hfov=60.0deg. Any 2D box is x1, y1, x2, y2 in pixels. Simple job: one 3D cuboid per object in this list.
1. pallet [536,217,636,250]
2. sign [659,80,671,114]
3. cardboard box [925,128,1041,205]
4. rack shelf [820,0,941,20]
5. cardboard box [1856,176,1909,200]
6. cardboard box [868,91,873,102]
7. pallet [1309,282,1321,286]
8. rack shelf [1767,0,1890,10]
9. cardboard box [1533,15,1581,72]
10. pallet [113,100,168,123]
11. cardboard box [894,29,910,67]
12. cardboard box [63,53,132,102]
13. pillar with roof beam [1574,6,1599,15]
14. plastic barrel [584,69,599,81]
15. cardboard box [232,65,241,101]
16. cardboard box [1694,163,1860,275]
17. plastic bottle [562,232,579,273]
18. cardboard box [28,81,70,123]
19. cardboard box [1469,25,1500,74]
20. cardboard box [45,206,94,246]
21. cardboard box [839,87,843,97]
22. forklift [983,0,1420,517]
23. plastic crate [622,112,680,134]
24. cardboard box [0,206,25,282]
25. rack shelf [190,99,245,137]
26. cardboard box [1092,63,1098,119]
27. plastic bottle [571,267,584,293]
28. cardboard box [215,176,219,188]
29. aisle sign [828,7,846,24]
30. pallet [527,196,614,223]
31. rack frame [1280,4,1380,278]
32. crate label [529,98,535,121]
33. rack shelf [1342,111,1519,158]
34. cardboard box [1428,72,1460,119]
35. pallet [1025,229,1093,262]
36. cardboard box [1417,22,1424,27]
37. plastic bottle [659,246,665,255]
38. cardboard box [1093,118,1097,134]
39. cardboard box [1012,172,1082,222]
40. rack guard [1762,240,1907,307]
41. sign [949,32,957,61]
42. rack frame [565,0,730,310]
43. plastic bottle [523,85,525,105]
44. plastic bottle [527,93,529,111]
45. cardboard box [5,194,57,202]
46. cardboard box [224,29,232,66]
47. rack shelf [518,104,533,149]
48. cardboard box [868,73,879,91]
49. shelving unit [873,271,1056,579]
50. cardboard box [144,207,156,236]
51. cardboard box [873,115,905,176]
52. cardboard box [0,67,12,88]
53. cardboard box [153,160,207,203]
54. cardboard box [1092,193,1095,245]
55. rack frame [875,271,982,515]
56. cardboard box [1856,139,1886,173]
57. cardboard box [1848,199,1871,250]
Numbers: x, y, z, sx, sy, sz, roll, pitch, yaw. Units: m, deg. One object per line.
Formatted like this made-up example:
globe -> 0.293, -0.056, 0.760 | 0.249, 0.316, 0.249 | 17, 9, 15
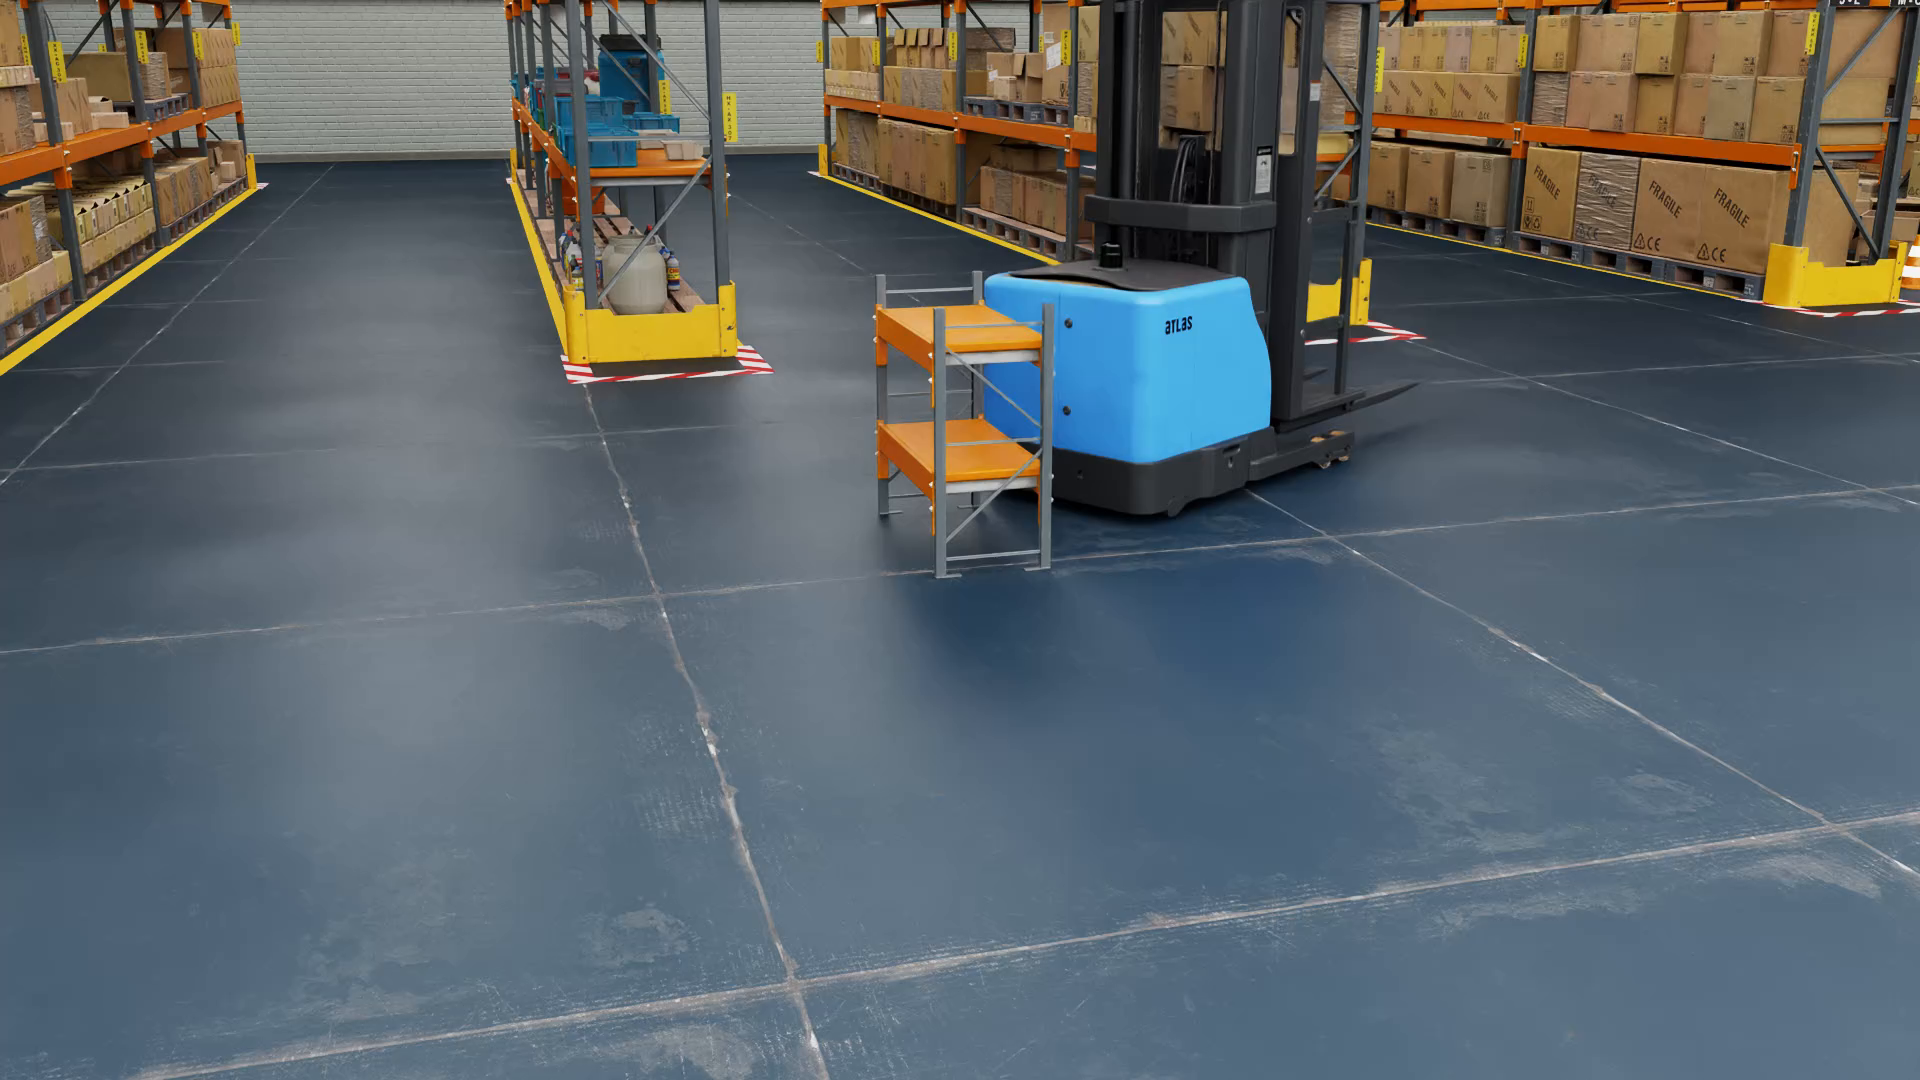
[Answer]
pallet -> -4.136, -3.387, 18.360 | 1.003, 0.211, 1.213 | -5, 17, -15
sign -> -2.680, -4.006, 15.094 | 0.100, 0.325, 0.005 | -5, 17, -15
cardboard box -> 0.281, -4.707, 20.873 | 1.225, 0.875, 0.875 | -6, 18, -18
rack shelf -> -1.198, -8.083, 25.183 | 1.077, 0.370, 4.000 | -5, 17, -15
cardboard box -> 10.932, -4.096, 19.711 | 0.950, 0.372, 0.625 | -4, 17, -15
cardboard box -> -1.118, -6.447, 24.138 | 0.380, 0.149, 0.250 | -4, 17, -14
pallet -> 2.439, -2.031, 13.848 | 1.003, 0.211, 1.213 | -5, 17, -15
rack shelf -> 14.201, -8.154, 25.418 | 1.077, 0.370, 4.000 | -5, 17, -15
cardboard box -> 6.415, -5.073, 16.990 | 0.875, 0.550, 0.550 | -5, 17, -15
pallet -> -9.329, -4.639, 18.016 | 1.213, 0.211, 1.003 | -5, 17, -15
cardboard box -> -0.465, -6.790, 22.925 | 0.797, 0.503, 0.637 | -5, 17, -17
cardboard box -> -9.356, -4.963, 17.858 | 0.700, 0.500, 0.500 | -12, 20, -34
pillar with roof beam -> 8.539, -12.071, 31.995 | 9.100, 9.000, 0.400 | -5, 17, -15
plastic barrel -> -3.893, -4.900, 18.316 | 0.600, 0.536, 0.708 | -5, 17, -15
cardboard box -> -10.889, -6.708, 24.394 | 0.500, 0.500, 0.500 | -4, 17, -14
cardboard box -> 7.196, -2.849, 14.684 | 0.875, 0.875, 0.875 | -5, 17, -15
plastic bottle -> -3.337, -2.467, 14.291 | 0.144, 0.351, 0.185 | -5, 18, -18
cardboard box -> -8.316, -3.850, 14.881 | 0.500, 0.500, 0.500 | -3, 17, -11
cardboard box -> 6.062, -5.395, 18.286 | 0.700, 0.500, 0.500 | -5, 17, -16
cardboard box -> -7.850, -2.730, 14.400 | 0.500, 0.311, 0.500 | -5, 17, -15
cardboard box -> -1.683, -7.015, 26.030 | 0.380, 0.149, 0.250 | -5, 17, -16
forklift -> 1.452, -1.862, 8.556 | 1.130, 2.935, 3.031 | 14, 22, 39
plastic crate -> -2.647, -3.477, 14.073 | 0.499, 0.251, 0.616 | -5, 17, -15
cardboard box -> -7.220, -2.161, 12.177 | 0.500, 0.500, 0.500 | -5, 17, -15
rack shelf -> -10.724, -5.864, 23.011 | 1.077, 0.370, 4.000 | -5, 17, -15
cardboard box -> 1.718, -4.145, 15.345 | 0.875, 0.500, 0.500 | -5, 17, -15
plastic bottle -> -3.039, -2.071, 13.231 | 0.097, 0.201, 0.097 | 0, 17, 0
cardboard box -> -10.329, -4.881, 22.648 | 0.380, 0.166, 0.250 | -5, 17, -15
aisle sign -> -2.056, -8.785, 26.967 | 0.394, 0.787, 0.004 | -5, 17, -15
pallet -> -4.900, -4.156, 20.920 | 1.003, 0.211, 1.213 | -5, 17, -15
rack frame -> 2.649, -3.118, 12.620 | 1.000, 3.000, 0.127 | -5, 17, -15
crate label -> -4.556, -4.713, 18.220 | 0.303, 0.233, 0.416 | -5, 17, -15
rack shelf -> 5.797, -4.798, 19.461 | 1.077, 0.370, 4.000 | -5, 17, -15
cardboard box -> 5.669, -5.040, 18.842 | 0.500, 0.500, 0.500 | -5, 17, -15
pallet -> 1.335, -3.105, 17.421 | 1.003, 0.211, 1.213 | -5, 17, -15
cardboard box -> 7.955, -8.685, 28.112 | 0.380, 0.149, 0.250 | -5, 17, -15
plastic bottle -> -2.489, -2.336, 13.991 | 0.097, 0.271, 0.097 | 0, 17, 0
cardboard box -> 1.472, -3.884, 15.605 | 0.380, 0.149, 0.250 | -5, 17, -15
cardboard box -> 0.981, -3.852, 18.643 | 0.700, 0.500, 0.500 | -3, 17, -11
rack guard -> 7.453, -2.279, 14.169 | 1.175, 0.500, 0.348 | -5, 17, -15
sign -> -0.082, -5.841, 19.671 | 0.100, 0.325, 0.005 | -5, 17, -15
rack frame -> -2.113, -2.727, 11.316 | 1.000, 3.000, 0.127 | -5, 17, -15
plastic bottle -> -5.720, -5.855, 21.933 | 0.061, 0.283, 0.133 | -5, 17, -15
plastic bottle -> -5.326, -5.472, 20.678 | 0.097, 0.271, 0.097 | 0, 17, 0
cardboard box -> -8.781, -3.106, 15.652 | 0.500, 0.311, 0.500 | -5, 17, -16
cardboard box -> -10.747, -7.048, 23.789 | 0.500, 0.500, 0.500 | -4, 17, -14
rack shelf -> -4.861, -5.148, 20.628 | 1.077, 0.370, 4.000 | -5, 17, -15
cardboard box -> -1.022, -6.610, 23.986 | 0.500, 0.250, 0.500 | -5, 17, -16
shelving unit -> -0.002, -0.541, 7.296 | 0.538, 1.125, 1.048 | -5, 17, -15
cardboard box -> -8.696, -3.307, 17.297 | 0.500, 0.250, 0.500 | -4, 17, -14
cardboard box -> -0.753, -5.810, 24.544 | 0.875, 0.875, 0.875 | -5, 17, -15
cardboard box -> -7.481, -3.530, 12.687 | 0.380, 0.149, 0.250 | -5, 17, -15
cardboard box -> -9.635, -4.418, 20.526 | 0.500, 0.500, 0.500 | -5, 17, -15
cardboard box -> 1.622, -3.115, 16.223 | 0.500, 0.500, 0.500 | -5, 18, -17
rack frame -> -0.142, -0.681, 7.765 | 0.500, 1.125, 0.032 | -5, 17, -15
cardboard box -> 14.154, -5.896, 25.481 | 0.500, 0.500, 0.500 | -4, 17, -13
cardboard box -> 8.996, -3.315, 17.378 | 0.797, 0.637, 0.503 | -5, 17, -15
